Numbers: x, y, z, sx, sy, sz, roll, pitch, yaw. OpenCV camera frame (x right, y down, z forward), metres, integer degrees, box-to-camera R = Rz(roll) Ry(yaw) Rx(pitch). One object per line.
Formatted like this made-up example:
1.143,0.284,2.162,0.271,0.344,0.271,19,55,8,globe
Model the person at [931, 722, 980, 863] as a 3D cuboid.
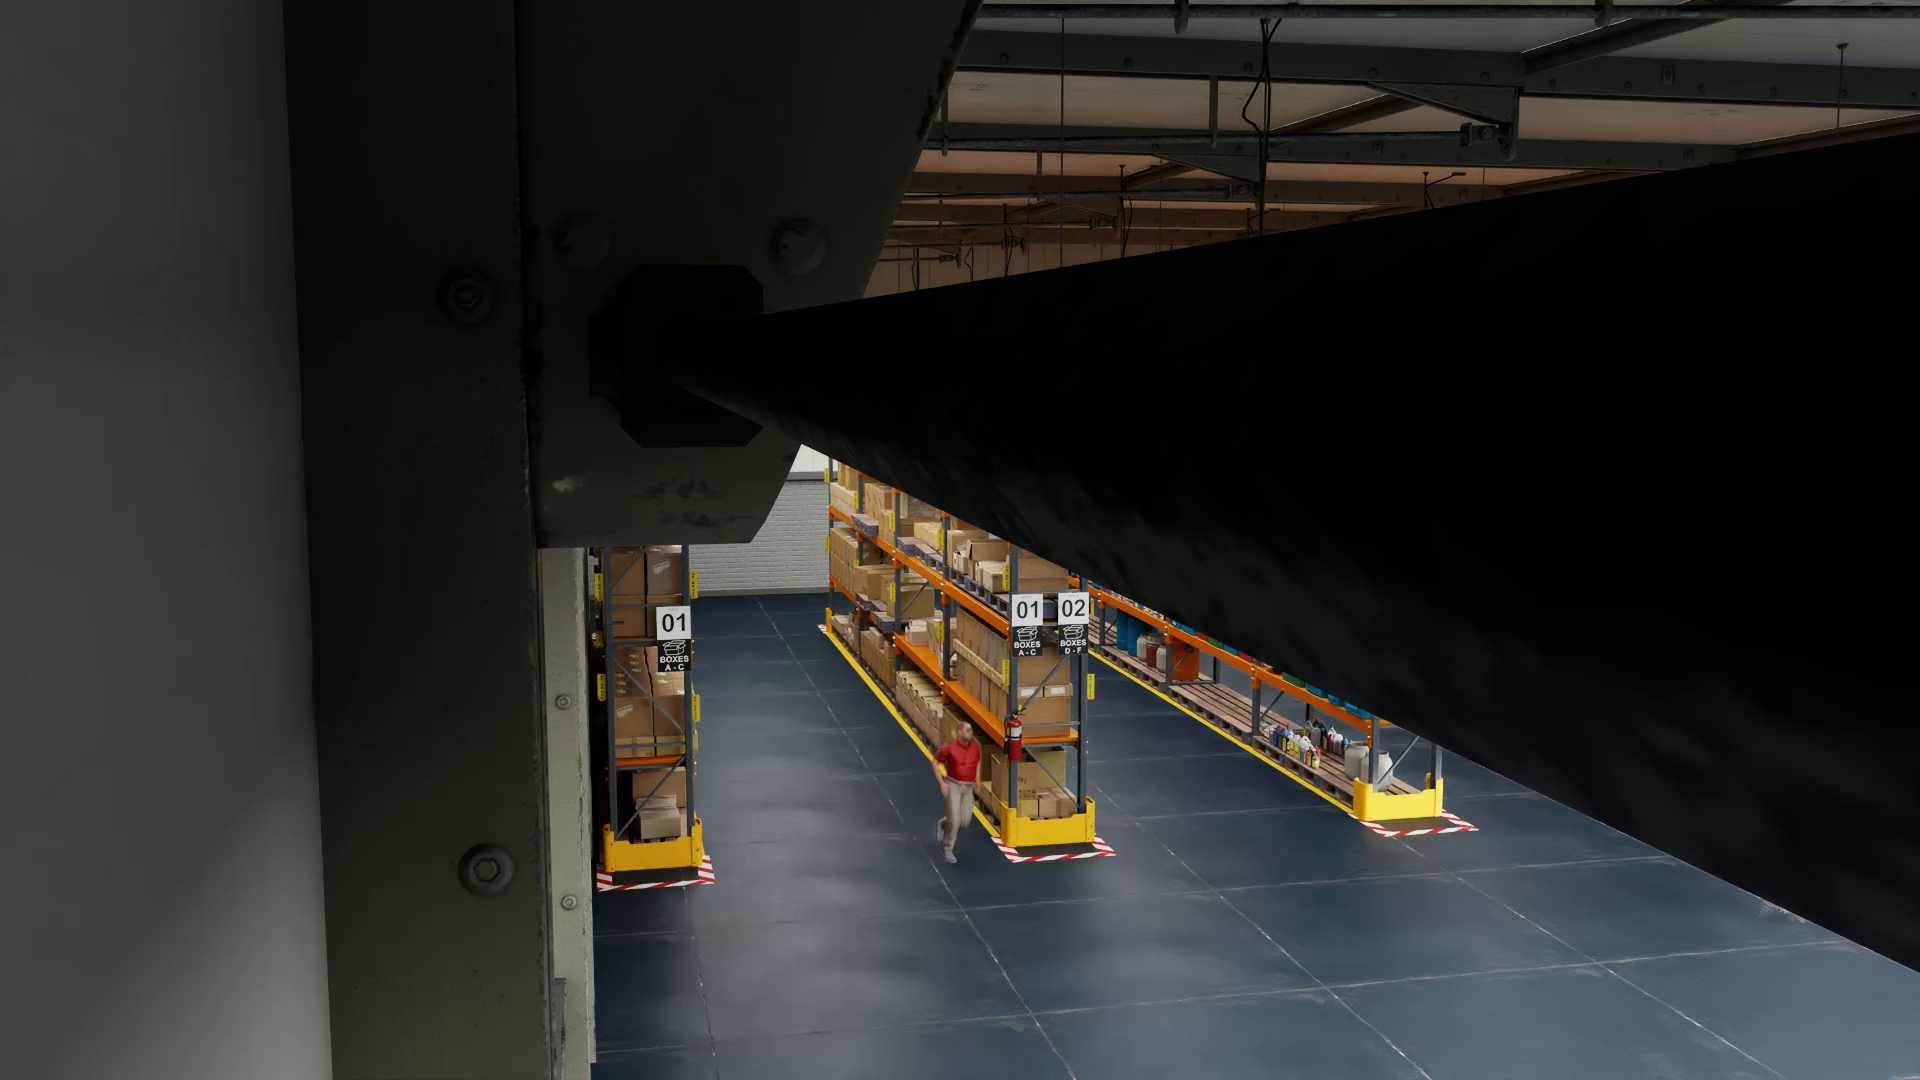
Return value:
-0.037,3.078,20.631,0.703,1.680,0.656,-4,8,-33,person
